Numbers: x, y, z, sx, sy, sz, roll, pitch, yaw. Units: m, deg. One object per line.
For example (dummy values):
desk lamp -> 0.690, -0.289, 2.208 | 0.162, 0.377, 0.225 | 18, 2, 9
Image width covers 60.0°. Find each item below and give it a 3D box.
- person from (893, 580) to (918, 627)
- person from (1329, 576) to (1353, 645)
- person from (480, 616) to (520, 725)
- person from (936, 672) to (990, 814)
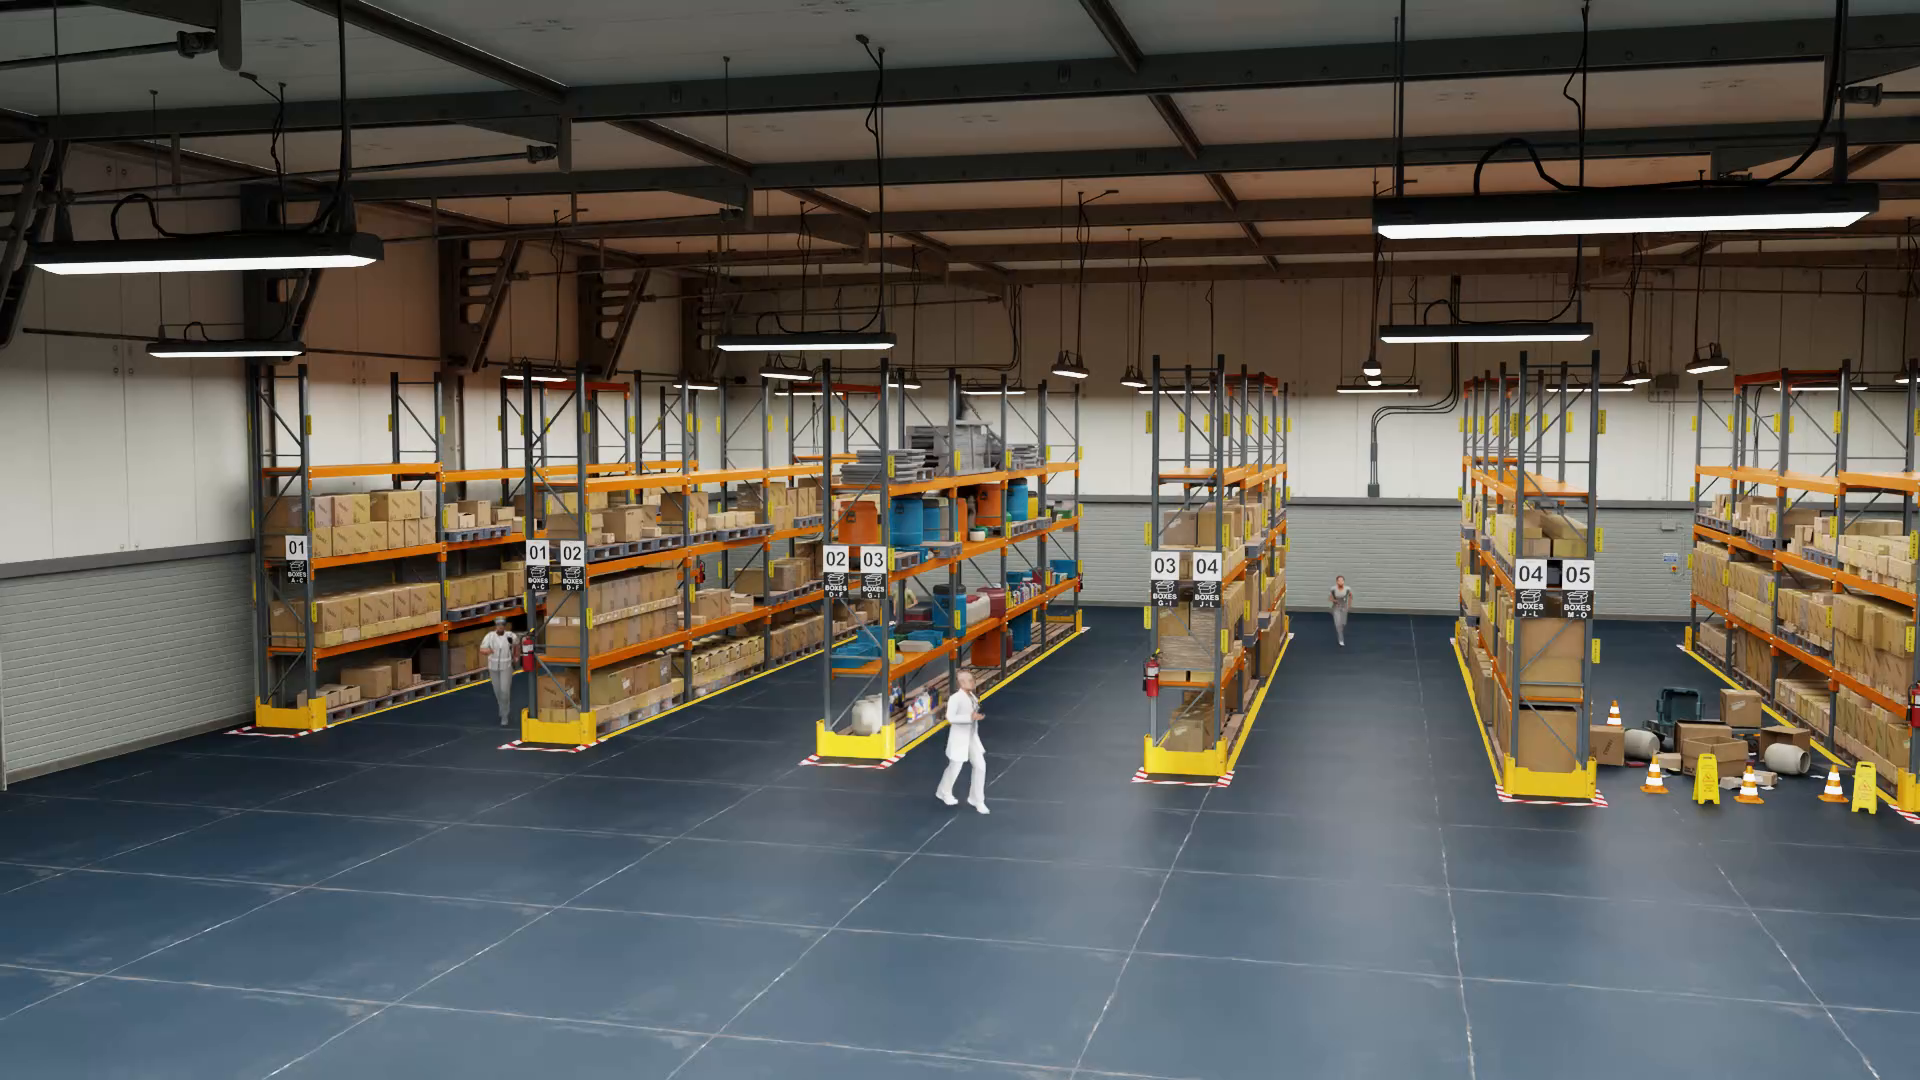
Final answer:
person -> -1.112, 1.587, 33.620 | 0.581, 1.677, 0.981 | 1, 4, 20
person -> 8.649, 1.600, 37.790 | 0.539, 1.606, 0.689 | 1, 4, 13
person -> -7.780, 2.189, 28.115 | 0.631, 1.846, 0.830 | 0, 4, -6
person -> 0.004, 2.646, 21.583 | 0.861, 1.841, 0.669 | 3, 5, 39
